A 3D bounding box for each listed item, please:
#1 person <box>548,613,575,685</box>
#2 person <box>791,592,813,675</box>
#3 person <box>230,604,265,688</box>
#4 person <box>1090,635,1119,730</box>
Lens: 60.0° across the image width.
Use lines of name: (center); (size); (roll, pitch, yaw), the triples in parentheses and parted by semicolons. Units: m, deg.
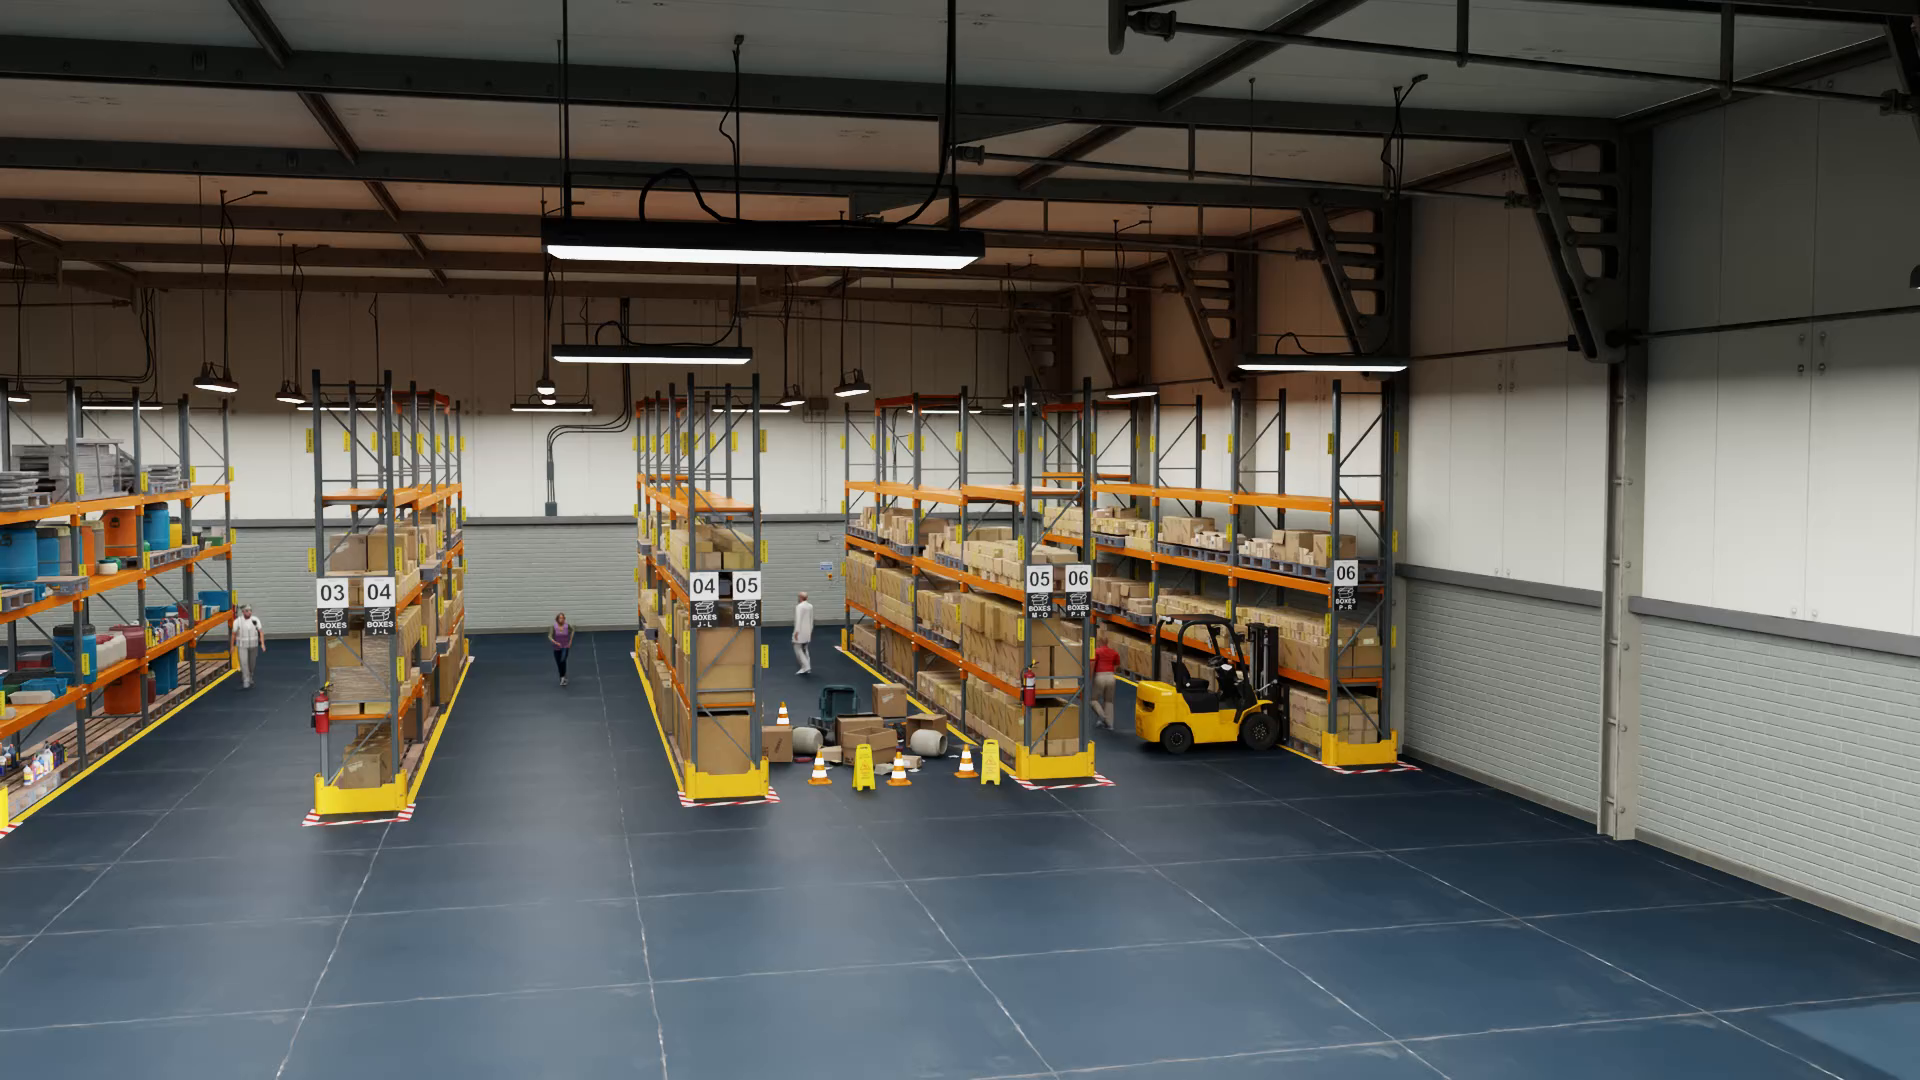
person: (-8.245, 2.238, 34.416); (0.495, 1.513, 0.785); (0, 3, -3)
person: (-3.403, 2.041, 36.283); (0.480, 1.832, 0.635); (2, 4, 32)
person: (-14.610, 2.150, 34.105); (0.639, 1.699, 1.063); (-2, 4, -33)
person: (2.524, 2.500, 29.360); (0.641, 1.625, 0.776); (-1, 3, -12)
